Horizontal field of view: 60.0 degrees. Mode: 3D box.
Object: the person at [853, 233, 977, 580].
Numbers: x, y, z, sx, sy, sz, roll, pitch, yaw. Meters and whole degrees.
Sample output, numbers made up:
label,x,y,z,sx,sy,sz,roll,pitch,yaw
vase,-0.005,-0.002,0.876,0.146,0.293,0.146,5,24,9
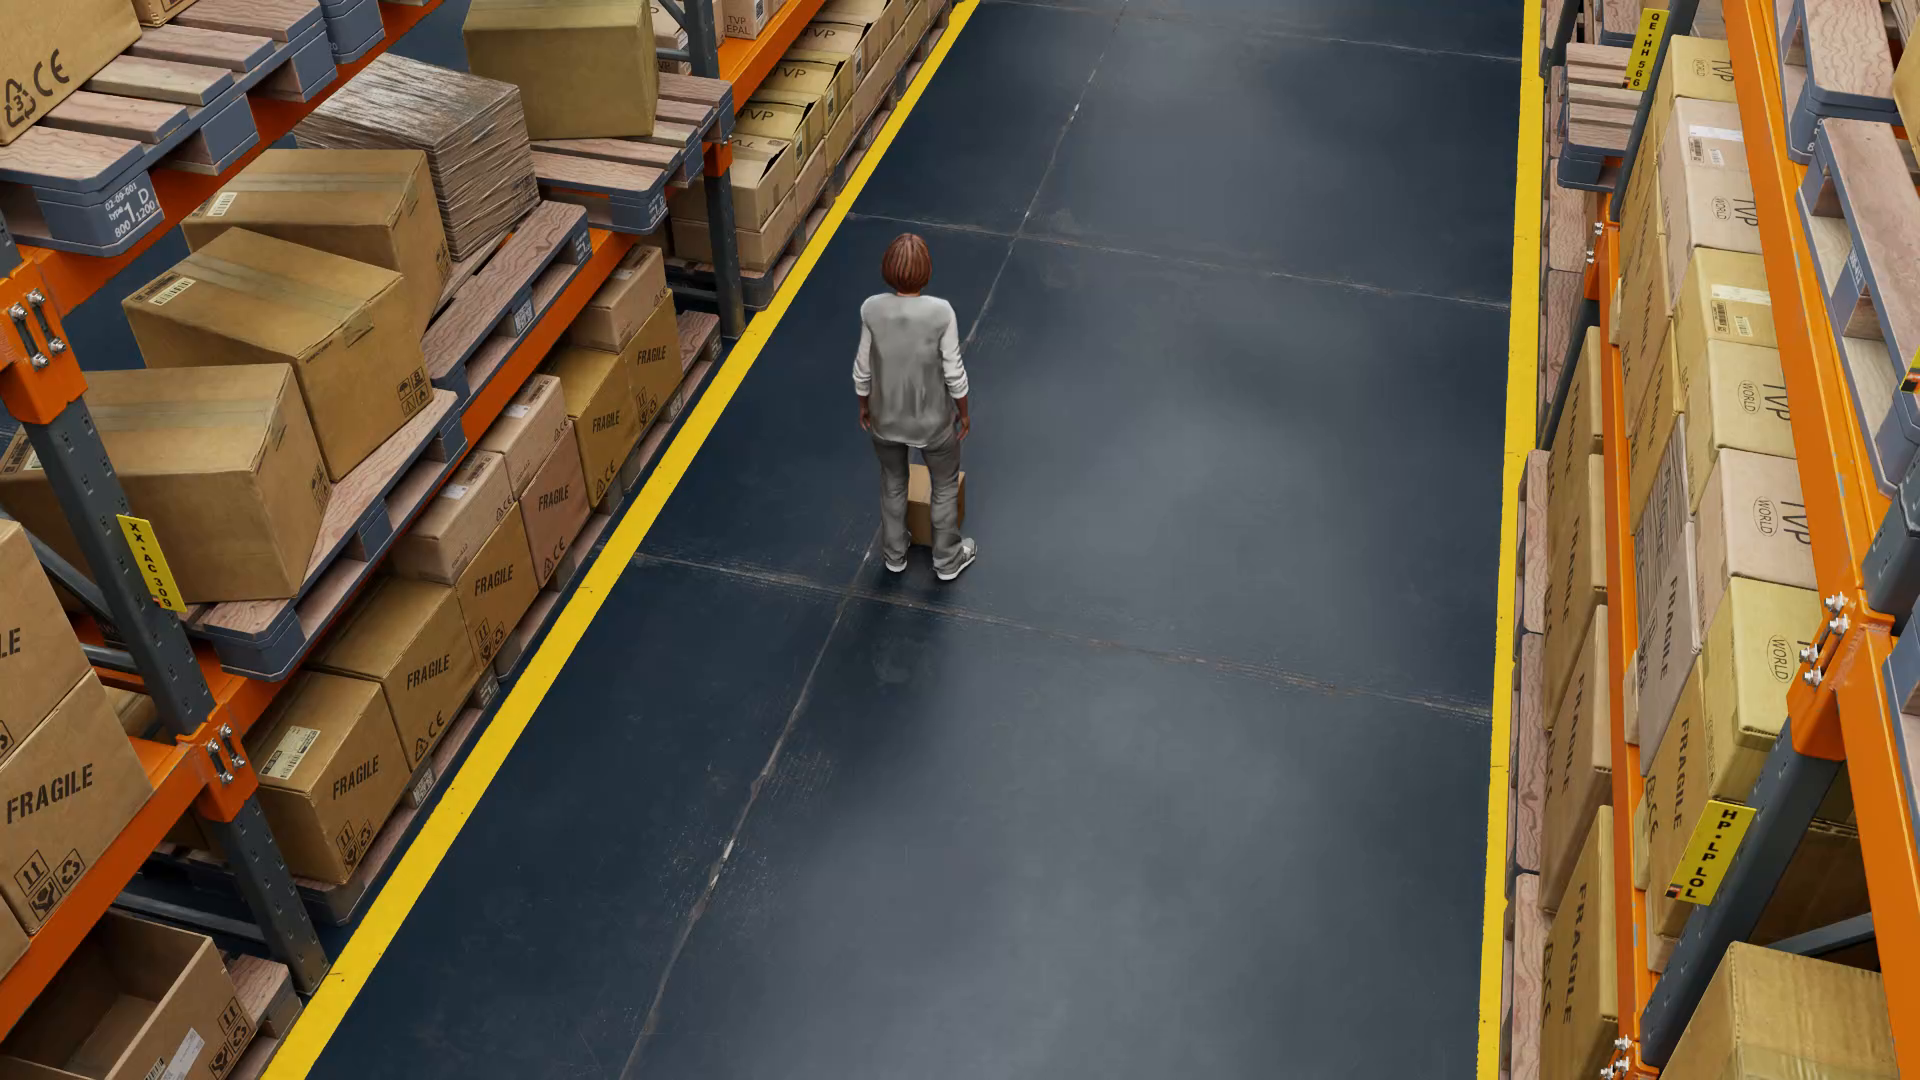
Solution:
label,x,y,z,sx,sy,sz,roll,pitch,yaw
person,-0.184,-0.492,6.730,0.483,1.580,0.347,8,42,9
